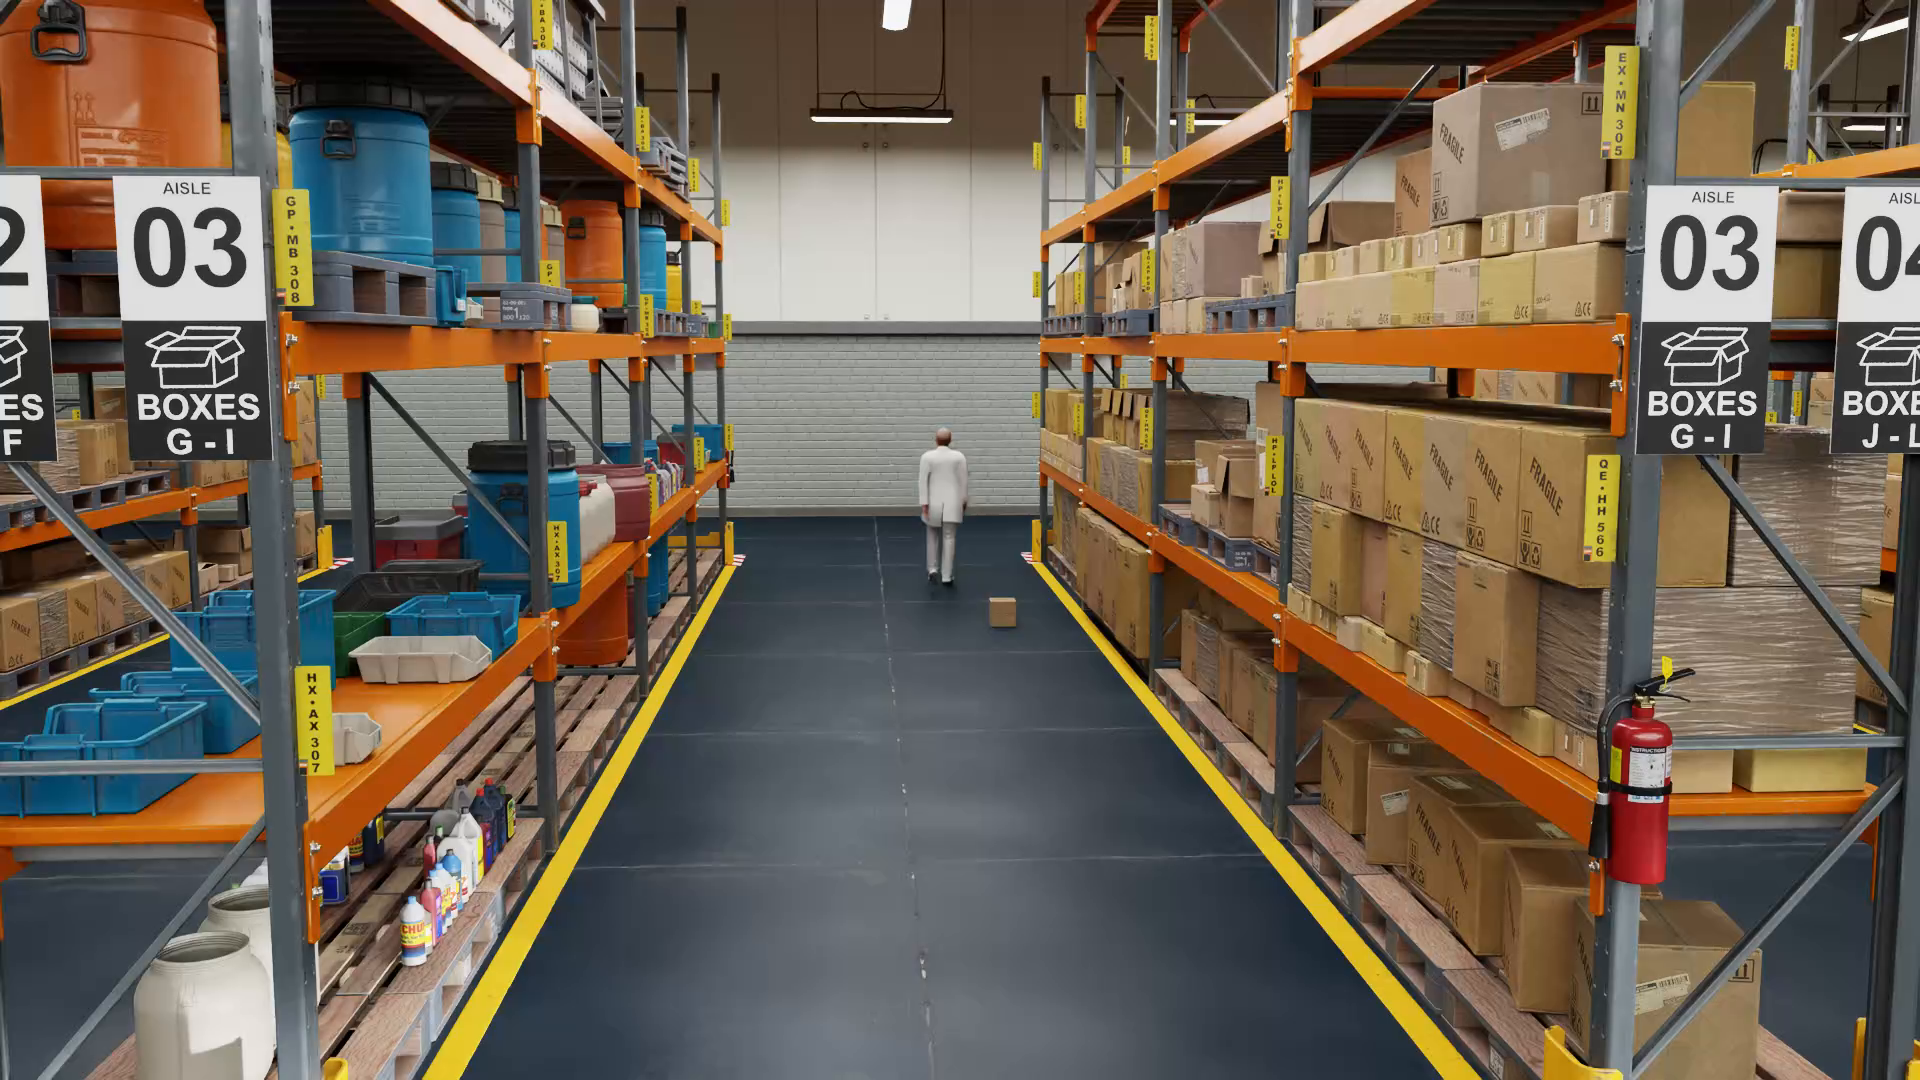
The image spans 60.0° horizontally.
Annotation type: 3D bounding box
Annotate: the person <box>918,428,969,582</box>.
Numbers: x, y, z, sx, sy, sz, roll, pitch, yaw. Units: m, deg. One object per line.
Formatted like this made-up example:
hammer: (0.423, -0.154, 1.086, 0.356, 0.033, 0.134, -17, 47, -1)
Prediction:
person: (-0.183, -0.391, 19.210, 0.573, 1.823, 0.797, 0, 7, 2)
